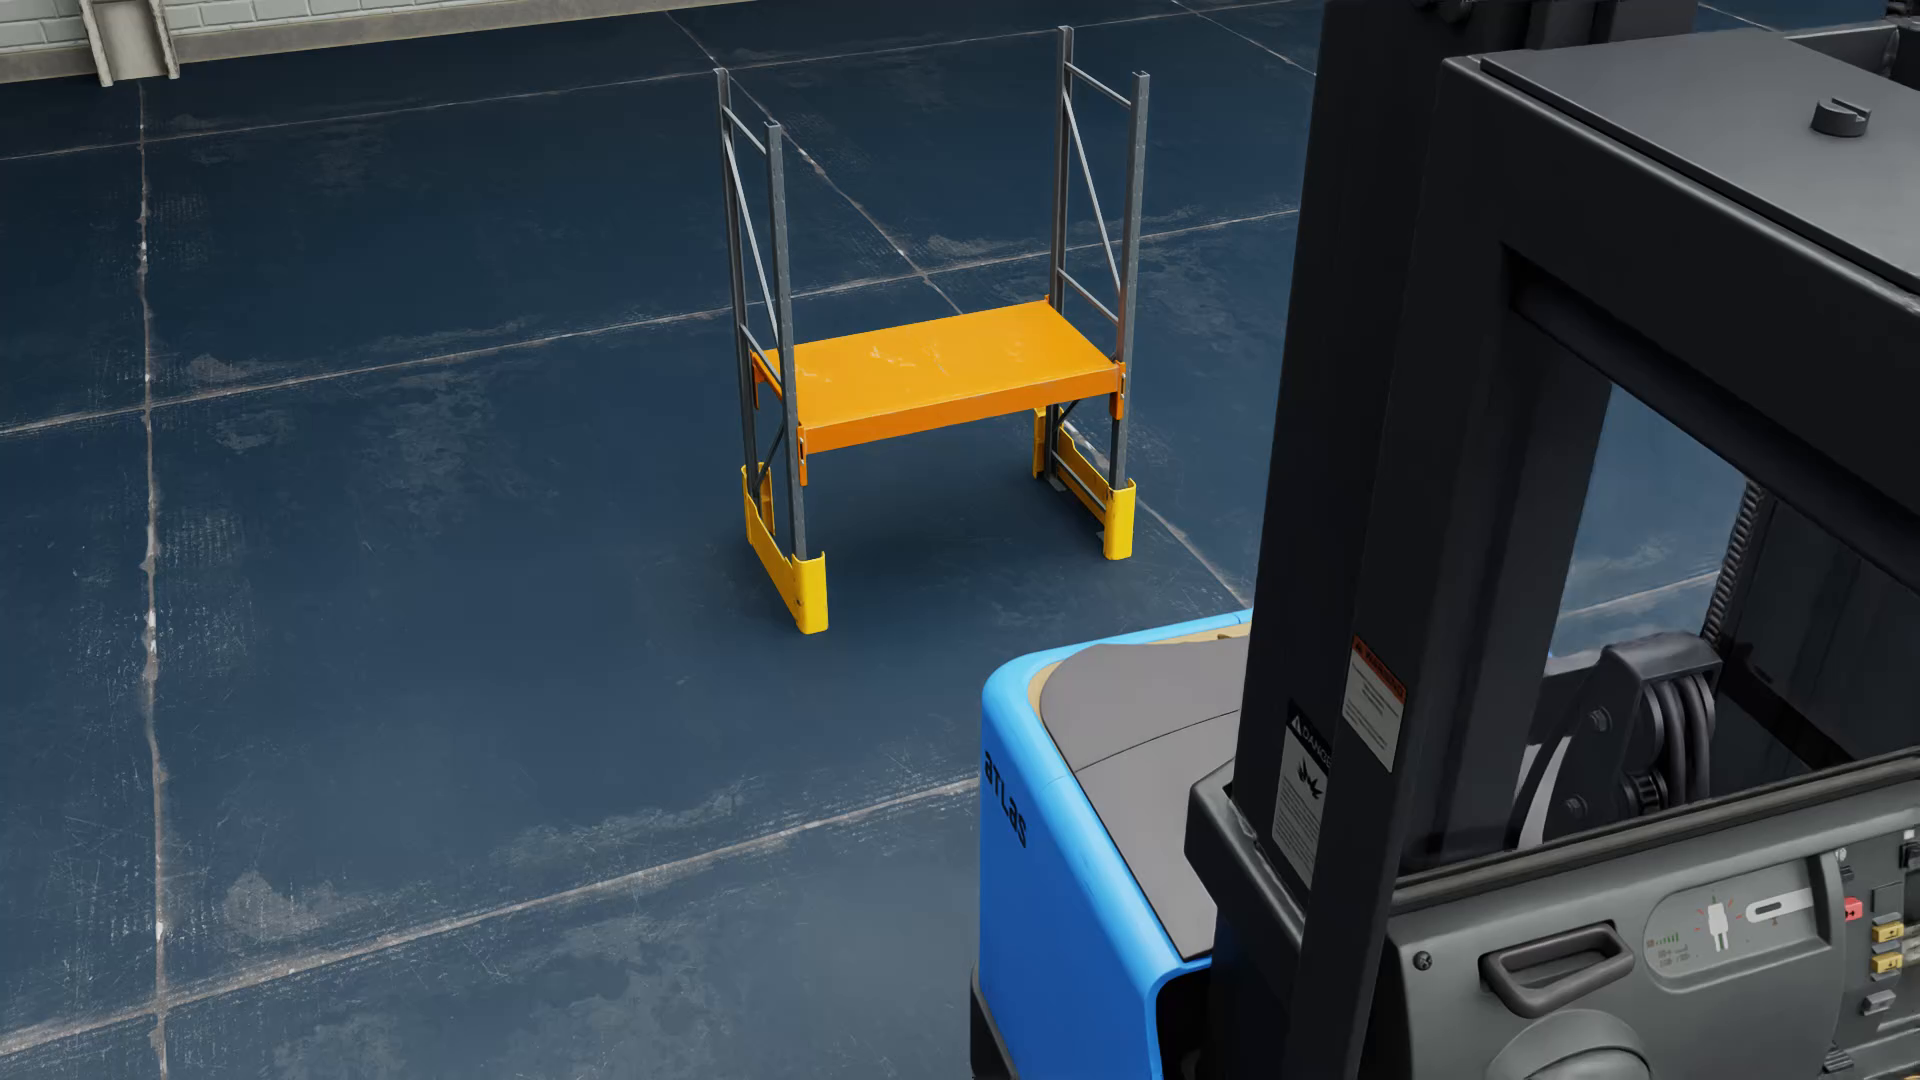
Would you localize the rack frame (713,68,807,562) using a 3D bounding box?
[{"bbox_3d":[-0.547,-0.503,4.648,0.032,1.500,0.500,-13,35,-19],"label":"rack frame"}]

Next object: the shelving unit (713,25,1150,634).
[{"bbox_3d":[-0.070,-0.613,4.816,1.083,1.500,0.587,-13,35,-19],"label":"shelving unit"}]

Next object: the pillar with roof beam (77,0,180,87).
[{"bbox_3d":[-2.875,-4.189,3.437,0.400,9.000,9.100,-13,35,-19],"label":"pillar with roof beam"}]

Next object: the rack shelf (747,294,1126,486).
[{"bbox_3d":[-0.079,-0.460,4.911,1.000,0.185,0.538,-13,35,-19],"label":"rack shelf"}]

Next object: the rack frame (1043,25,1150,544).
[{"bbox_3d":[0.390,-0.718,4.978,0.032,1.500,0.500,-13,35,-19],"label":"rack frame"}]

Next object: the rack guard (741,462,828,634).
[{"bbox_3d":[-0.529,0.016,4.995,0.087,0.250,0.587,-13,35,-19],"label":"rack guard"}]

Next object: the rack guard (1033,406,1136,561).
[{"bbox_3d":[0.389,-0.194,5.319,0.087,0.250,0.587,-13,35,-19],"label":"rack guard"}]

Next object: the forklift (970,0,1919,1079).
[{"bbox_3d":[0.969,0.566,1.693,1.130,2.935,3.031,-10,34,-15],"label":"forklift"}]
